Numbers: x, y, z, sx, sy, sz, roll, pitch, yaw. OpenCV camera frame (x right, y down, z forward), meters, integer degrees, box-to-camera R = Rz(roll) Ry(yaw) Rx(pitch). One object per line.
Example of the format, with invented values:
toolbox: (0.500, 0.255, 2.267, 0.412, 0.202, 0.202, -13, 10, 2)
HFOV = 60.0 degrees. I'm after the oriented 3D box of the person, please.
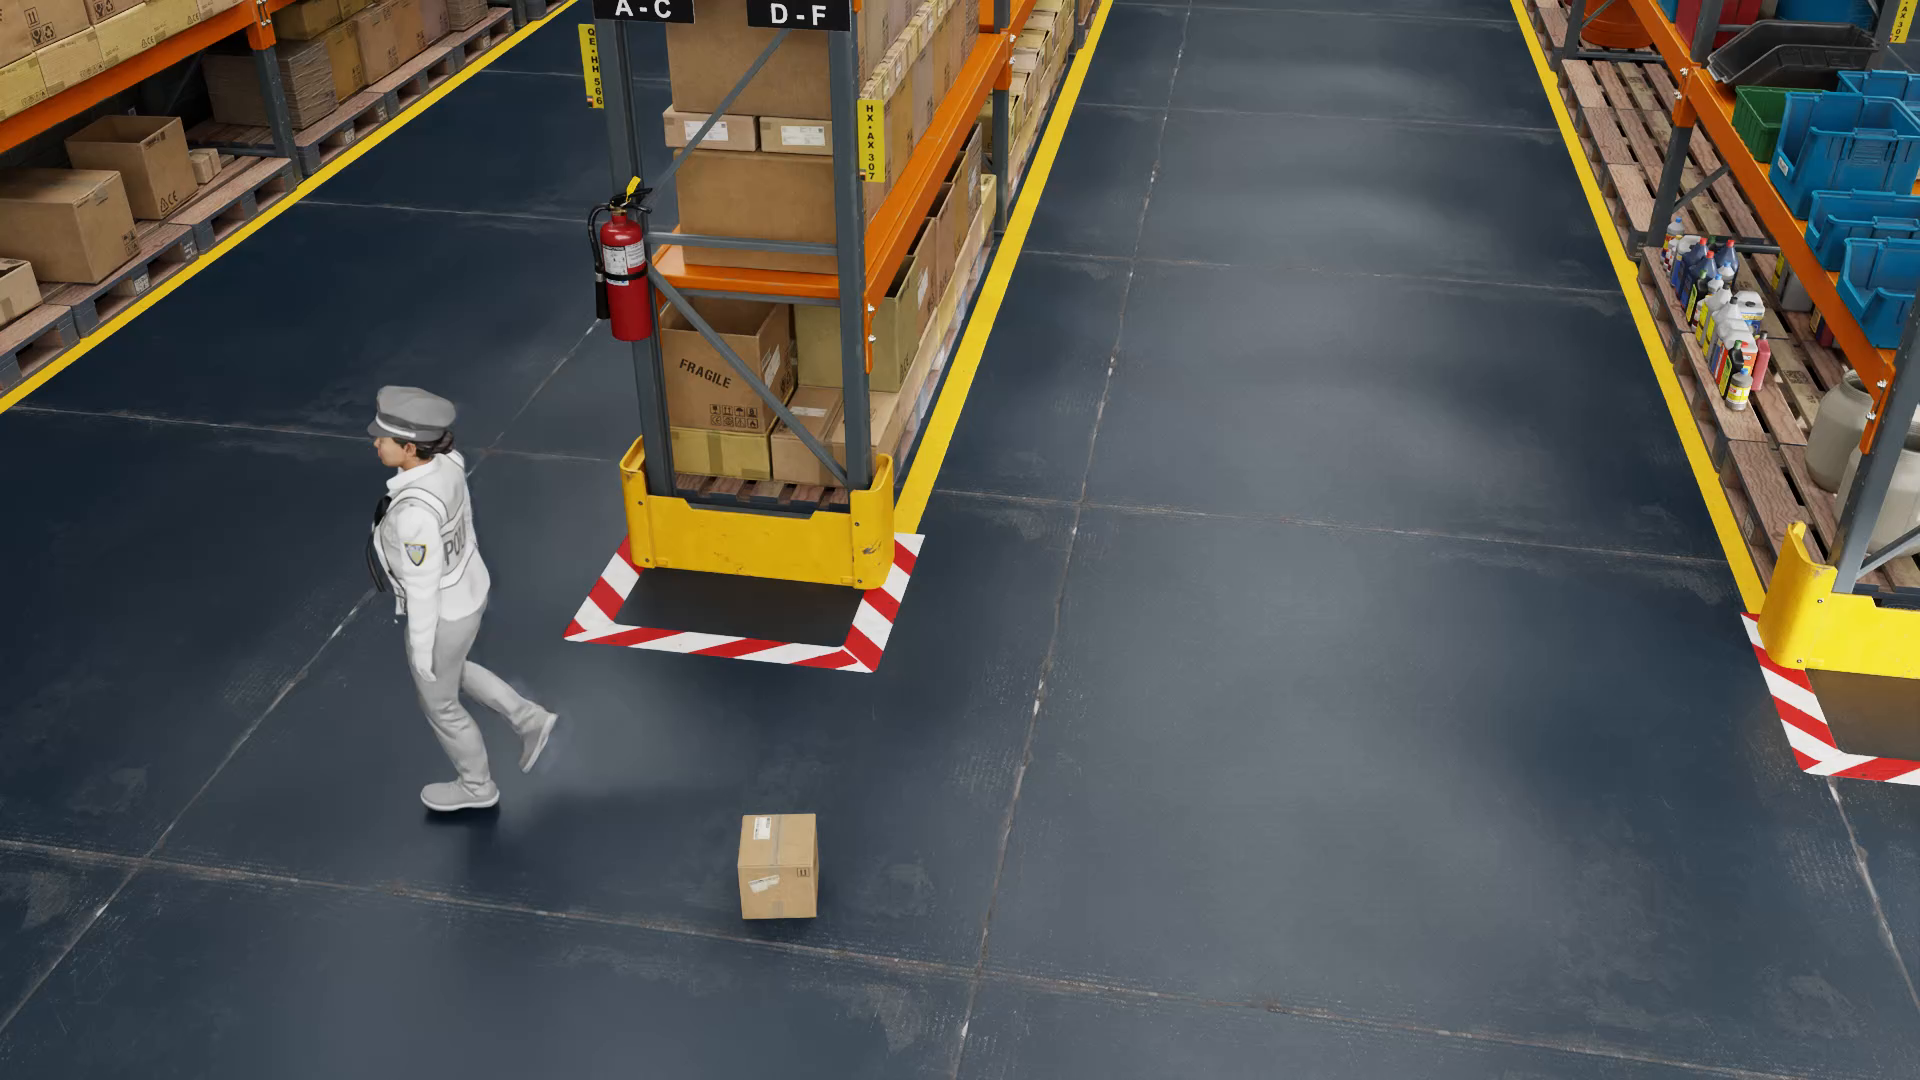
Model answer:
person: (-1.728, 0.230, 5.703, 0.504, 1.677, 0.503, 0, 33, -1)
